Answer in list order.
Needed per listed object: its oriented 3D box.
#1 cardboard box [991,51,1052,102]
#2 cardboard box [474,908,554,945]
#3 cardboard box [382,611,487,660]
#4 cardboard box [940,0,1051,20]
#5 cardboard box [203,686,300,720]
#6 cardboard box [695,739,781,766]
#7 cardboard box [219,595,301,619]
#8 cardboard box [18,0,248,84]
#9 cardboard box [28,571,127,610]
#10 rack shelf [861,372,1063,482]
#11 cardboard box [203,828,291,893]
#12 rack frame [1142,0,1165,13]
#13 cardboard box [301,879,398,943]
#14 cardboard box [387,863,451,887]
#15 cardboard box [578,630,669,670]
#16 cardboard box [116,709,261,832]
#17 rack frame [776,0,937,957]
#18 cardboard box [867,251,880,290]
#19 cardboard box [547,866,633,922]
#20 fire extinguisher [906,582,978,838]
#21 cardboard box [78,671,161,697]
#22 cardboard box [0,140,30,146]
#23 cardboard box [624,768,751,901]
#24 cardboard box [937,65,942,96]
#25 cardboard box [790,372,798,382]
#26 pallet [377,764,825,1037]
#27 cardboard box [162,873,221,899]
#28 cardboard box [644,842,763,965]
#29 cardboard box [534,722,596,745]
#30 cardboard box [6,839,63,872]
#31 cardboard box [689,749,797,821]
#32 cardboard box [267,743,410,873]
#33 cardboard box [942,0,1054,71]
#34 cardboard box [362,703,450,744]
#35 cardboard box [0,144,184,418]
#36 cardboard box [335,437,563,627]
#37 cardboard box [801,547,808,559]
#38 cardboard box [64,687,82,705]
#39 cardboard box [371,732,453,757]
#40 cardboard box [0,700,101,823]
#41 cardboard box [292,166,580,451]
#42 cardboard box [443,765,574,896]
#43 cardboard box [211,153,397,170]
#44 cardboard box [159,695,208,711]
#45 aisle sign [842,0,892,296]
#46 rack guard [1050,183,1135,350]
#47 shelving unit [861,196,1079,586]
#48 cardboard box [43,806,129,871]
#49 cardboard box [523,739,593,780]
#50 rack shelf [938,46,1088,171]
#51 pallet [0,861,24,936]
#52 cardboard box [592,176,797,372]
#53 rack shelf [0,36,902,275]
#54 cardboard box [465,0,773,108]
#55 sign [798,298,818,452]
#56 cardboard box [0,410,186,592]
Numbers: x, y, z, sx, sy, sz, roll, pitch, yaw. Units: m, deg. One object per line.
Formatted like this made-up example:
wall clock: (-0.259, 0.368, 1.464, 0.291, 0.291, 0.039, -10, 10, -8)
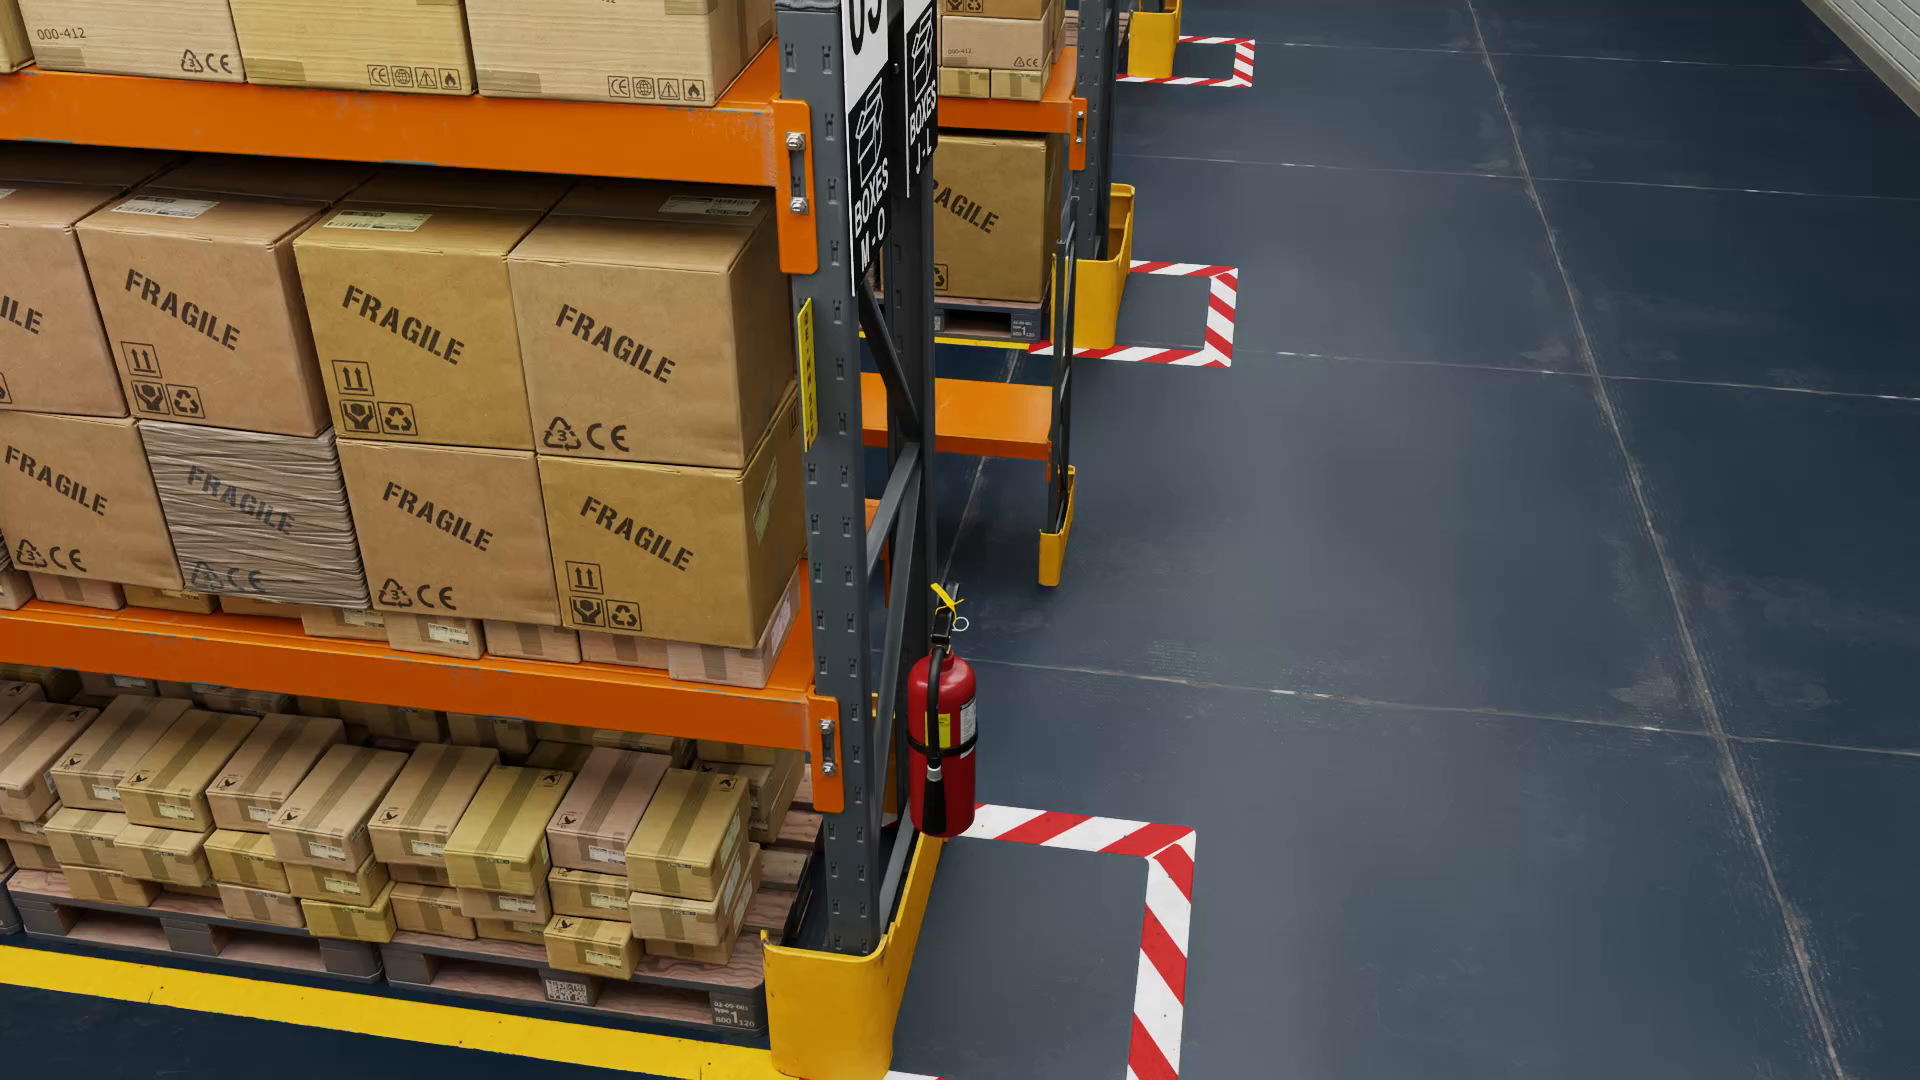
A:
cardboard box: (0.312, -2.356, 8.424, 0.250, 0.149, 0.380, 6, 33, 9)
cardboard box: (-1.286, 1.036, 5.060, 0.250, 0.149, 0.380, 5, 32, 8)
cardboard box: (-1.328, 0.140, 4.436, 0.250, 0.149, 0.380, 6, 33, 10)
cardboard box: (0.194, -2.890, 8.194, 0.500, 0.500, 0.500, 6, 32, 9)
cardboard box: (-2.239, 0.456, 5.425, 0.250, 0.149, 0.380, 5, 32, 8)
cardboard box: (-0.675, 0.535, 5.298, 0.250, 0.149, 0.380, 4, 32, 6)
cardboard box: (-1.839, 0.046, 4.586, 0.250, 0.149, 0.380, 4, 32, 6)
cardboard box: (-1.699, -1.221, 3.688, 0.500, 0.250, 0.500, 7, 33, 10)
cardboard box: (-2.356, 0.019, 4.629, 0.250, 0.149, 0.380, 6, 33, 10)
rack shelf: (-0.084, -0.491, 6.960, 1.000, 0.185, 0.538, 5, 32, 8)
cardboard box: (-2.059, 0.871, 5.043, 0.250, 0.149, 0.380, 7, 33, 11)
rack frame: (1.552, -5.194, 12.721, 0.127, 3.000, 1.000, 5, 32, 8)
cardboard box: (-1.794, 1.030, 5.068, 0.250, 0.149, 0.380, 4, 32, 6)
cardboard box: (-1.544, 0.865, 5.052, 0.250, 0.149, 0.380, 5, 32, 8)
cardboard box: (-0.823, 0.165, 4.396, 0.250, 0.149, 0.380, 5, 32, 8)
cardboard box: (-2.318, 0.695, 5.043, 0.250, 0.149, 0.380, 5, 32, 8)
rack frame: (-0.216, -0.018, 4.452, 0.127, 3.000, 1.000, 5, 32, 8)
cardboard box: (-0.823, -1.977, 9.189, 0.875, 0.875, 0.875, 5, 32, 8)
cardboard box: (-1.032, 0.937, 4.937, 0.250, 0.149, 0.380, 4, 32, 7)
fire extinguisher: (-0.045, 0.436, 4.150, 0.183, 0.674, 0.296, 5, 32, 8)
cardboard box: (-2.734, 0.359, 5.580, 0.250, 0.149, 0.380, 4, 32, 6)
cardboard box: (-2.637, -0.971, 4.657, 0.500, 0.500, 0.500, 6, 33, 9)
cardboard box: (-0.780, 0.845, 4.803, 0.250, 0.149, 0.380, 6, 32, 9)
cardboard box: (-0.193, -2.402, 8.497, 0.250, 0.149, 0.380, 5, 32, 8)
cardboard box: (-0.612, -0.371, 4.642, 0.500, 0.500, 0.500, 7, 33, 11)
pallet: (-1.085, 1.066, 5.348, 1.213, 0.211, 1.003, 5, 32, 8)
cardboard box: (-2.296, 0.934, 5.222, 0.250, 0.149, 0.380, 6, 33, 10)
cardboard box: (-0.770, 1.074, 4.998, 0.250, 0.149, 0.380, 6, 32, 9)
cardboard box: (-1.194, 0.484, 5.380, 0.250, 0.149, 0.380, 5, 32, 8)
cardboard box: (-2.808, 0.877, 5.314, 0.250, 0.149, 0.380, 4, 32, 6)
cardboard box: (-0.689, 0.705, 5.307, 0.250, 0.149, 0.380, 6, 33, 10)
cardboard box: (-1.813, 0.785, 4.899, 0.250, 0.149, 0.380, 6, 33, 10)
cardboard box: (0.196, -2.570, 8.390, 0.500, 0.250, 0.500, 5, 32, 7)
cardboard box: (-1.724, 0.476, 5.393, 0.250, 0.149, 0.380, 6, 33, 10)
cardboard box: (-2.244, -0.654, 4.150, 0.500, 0.500, 0.500, 4, 32, 7)
cardboard box: (-1.209, -0.141, 4.273, 0.500, 0.500, 0.500, 5, 32, 7)
cardboard box: (-0.480, -0.112, 4.839, 0.250, 0.149, 0.380, 5, 32, 8)
cardboard box: (-3.028, 0.497, 5.640, 0.250, 0.149, 0.380, 5, 32, 9)
cardboard box: (-1.718, 0.622, 5.440, 0.250, 0.149, 0.380, 4, 32, 6)
cardboard box: (-2.837, 0.671, 5.081, 0.250, 0.149, 0.380, 6, 33, 9)
cardboard box: (-1.208, -0.567, 4.011, 0.500, 0.500, 0.500, 4, 32, 7)
cardboard box: (-1.295, 0.836, 4.818, 0.250, 0.149, 0.380, 4, 32, 7)
cardboard box: (-1.621, -0.889, 4.527, 0.500, 0.500, 0.500, 4, 32, 7)
cardboard box: (-2.513, 0.544, 5.565, 0.250, 0.149, 0.380, 4, 32, 6)
aisle sign: (-0.194, -0.957, 3.501, 0.004, 0.787, 0.394, 5, 32, 8)
rack guard: (0.742, -1.542, 9.242, 0.348, 0.500, 1.175, 5, 32, 8)
shelving unit: (-0.075, -0.643, 6.863, 1.083, 1.500, 0.587, 5, 32, 8)
cardboard box: (-2.573, 0.825, 5.115, 0.250, 0.149, 0.380, 5, 32, 8)
cardboard box: (-1.205, 0.675, 5.355, 0.250, 0.149, 0.380, 6, 32, 9)
rack shelf: (-1.253, -2.477, 9.058, 4.000, 0.370, 1.077, 5, 32, 8)
pallet: (-3.491, 0.848, 5.696, 1.213, 0.211, 1.003, 5, 32, 8)
cardboard box: (-0.613, -0.790, 4.367, 0.500, 0.500, 0.500, 5, 32, 8)
rack shelf: (-2.187, -1.163, 4.132, 4.000, 0.370, 1.077, 5, 32, 8)
cardboard box: (-0.708, -1.128, 3.540, 0.500, 0.250, 0.500, 5, 32, 7)
sign: (-0.329, -0.355, 3.600, 0.005, 0.325, 0.100, 5, 32, 8)
cardboard box: (-2.200, -0.231, 4.417, 0.500, 0.500, 0.500, 7, 33, 11)
